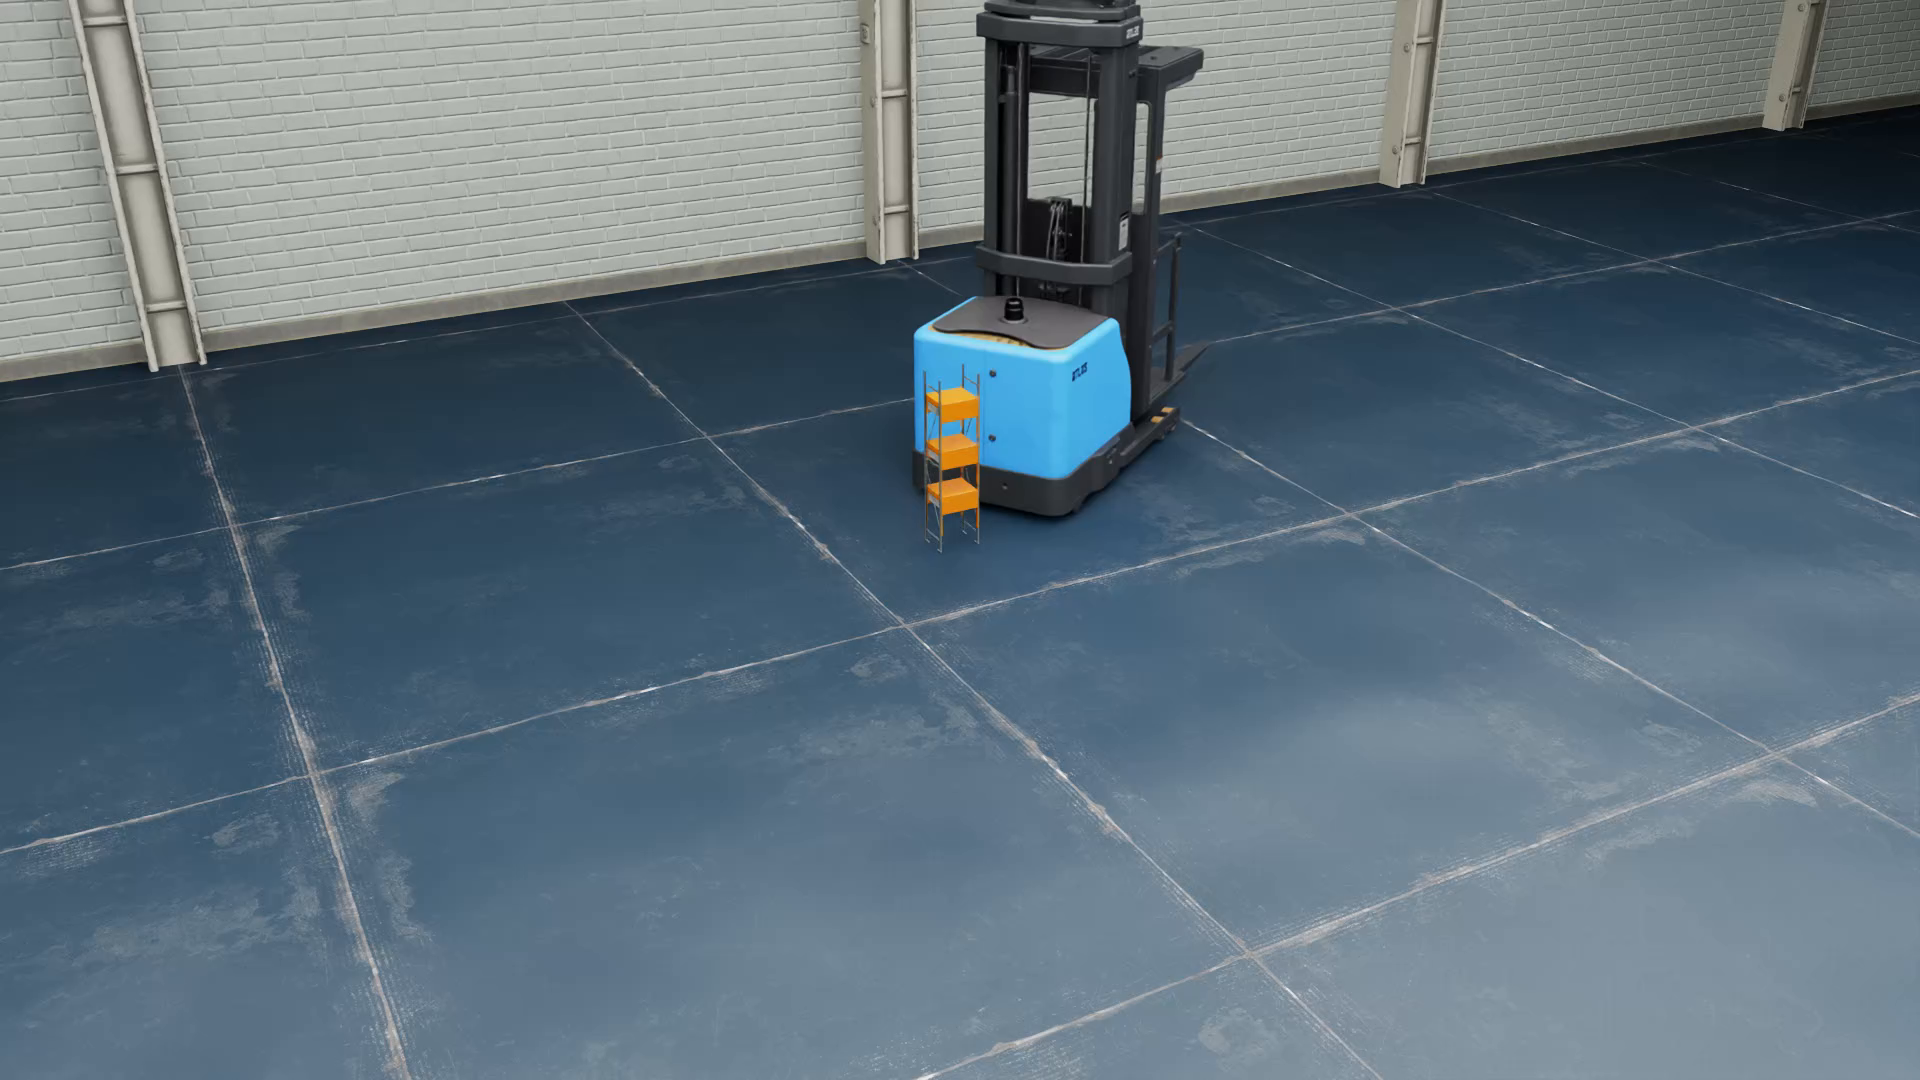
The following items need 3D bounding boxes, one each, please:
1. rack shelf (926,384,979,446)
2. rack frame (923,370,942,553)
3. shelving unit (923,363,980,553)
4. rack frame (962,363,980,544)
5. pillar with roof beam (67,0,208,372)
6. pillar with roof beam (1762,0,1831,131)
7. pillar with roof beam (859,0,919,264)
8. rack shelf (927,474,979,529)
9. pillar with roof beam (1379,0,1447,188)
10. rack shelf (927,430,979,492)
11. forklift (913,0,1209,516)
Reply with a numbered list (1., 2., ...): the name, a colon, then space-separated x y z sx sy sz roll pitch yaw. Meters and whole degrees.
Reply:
1. rack shelf: -0.047 -0.709 9.382 0.240 0.259 0.215 -13 29 -25
2. rack frame: -0.155 -0.438 9.448 0.008 1.050 0.200 -13 29 -25
3. shelving unit: -0.047 -0.462 9.500 0.252 1.050 0.215 -13 29 -25
4. rack frame: 0.060 -0.487 9.552 0.008 1.050 0.200 -13 29 -25
5. pillar with roof beam: -3.884 -3.760 7.183 0.400 9.000 9.100 -13 29 -25
6. pillar with roof beam: 11.998 -7.426 14.819 0.400 9.000 9.100 -13 29 -25
7. pillar with roof beam: 1.410 -4.982 9.729 0.400 9.000 9.100 -13 29 -25
8. rack shelf: -0.047 -0.202 9.625 0.240 0.259 0.215 -13 29 -25
9. pillar with roof beam: 6.704 -6.204 12.274 0.400 9.000 9.100 -13 29 -25
10. rack shelf: -0.047 -0.453 9.505 0.240 0.259 0.215 -13 29 -25
11. forklift: 0.840 -2.066 10.666 1.130 2.935 3.031 13 28 25
